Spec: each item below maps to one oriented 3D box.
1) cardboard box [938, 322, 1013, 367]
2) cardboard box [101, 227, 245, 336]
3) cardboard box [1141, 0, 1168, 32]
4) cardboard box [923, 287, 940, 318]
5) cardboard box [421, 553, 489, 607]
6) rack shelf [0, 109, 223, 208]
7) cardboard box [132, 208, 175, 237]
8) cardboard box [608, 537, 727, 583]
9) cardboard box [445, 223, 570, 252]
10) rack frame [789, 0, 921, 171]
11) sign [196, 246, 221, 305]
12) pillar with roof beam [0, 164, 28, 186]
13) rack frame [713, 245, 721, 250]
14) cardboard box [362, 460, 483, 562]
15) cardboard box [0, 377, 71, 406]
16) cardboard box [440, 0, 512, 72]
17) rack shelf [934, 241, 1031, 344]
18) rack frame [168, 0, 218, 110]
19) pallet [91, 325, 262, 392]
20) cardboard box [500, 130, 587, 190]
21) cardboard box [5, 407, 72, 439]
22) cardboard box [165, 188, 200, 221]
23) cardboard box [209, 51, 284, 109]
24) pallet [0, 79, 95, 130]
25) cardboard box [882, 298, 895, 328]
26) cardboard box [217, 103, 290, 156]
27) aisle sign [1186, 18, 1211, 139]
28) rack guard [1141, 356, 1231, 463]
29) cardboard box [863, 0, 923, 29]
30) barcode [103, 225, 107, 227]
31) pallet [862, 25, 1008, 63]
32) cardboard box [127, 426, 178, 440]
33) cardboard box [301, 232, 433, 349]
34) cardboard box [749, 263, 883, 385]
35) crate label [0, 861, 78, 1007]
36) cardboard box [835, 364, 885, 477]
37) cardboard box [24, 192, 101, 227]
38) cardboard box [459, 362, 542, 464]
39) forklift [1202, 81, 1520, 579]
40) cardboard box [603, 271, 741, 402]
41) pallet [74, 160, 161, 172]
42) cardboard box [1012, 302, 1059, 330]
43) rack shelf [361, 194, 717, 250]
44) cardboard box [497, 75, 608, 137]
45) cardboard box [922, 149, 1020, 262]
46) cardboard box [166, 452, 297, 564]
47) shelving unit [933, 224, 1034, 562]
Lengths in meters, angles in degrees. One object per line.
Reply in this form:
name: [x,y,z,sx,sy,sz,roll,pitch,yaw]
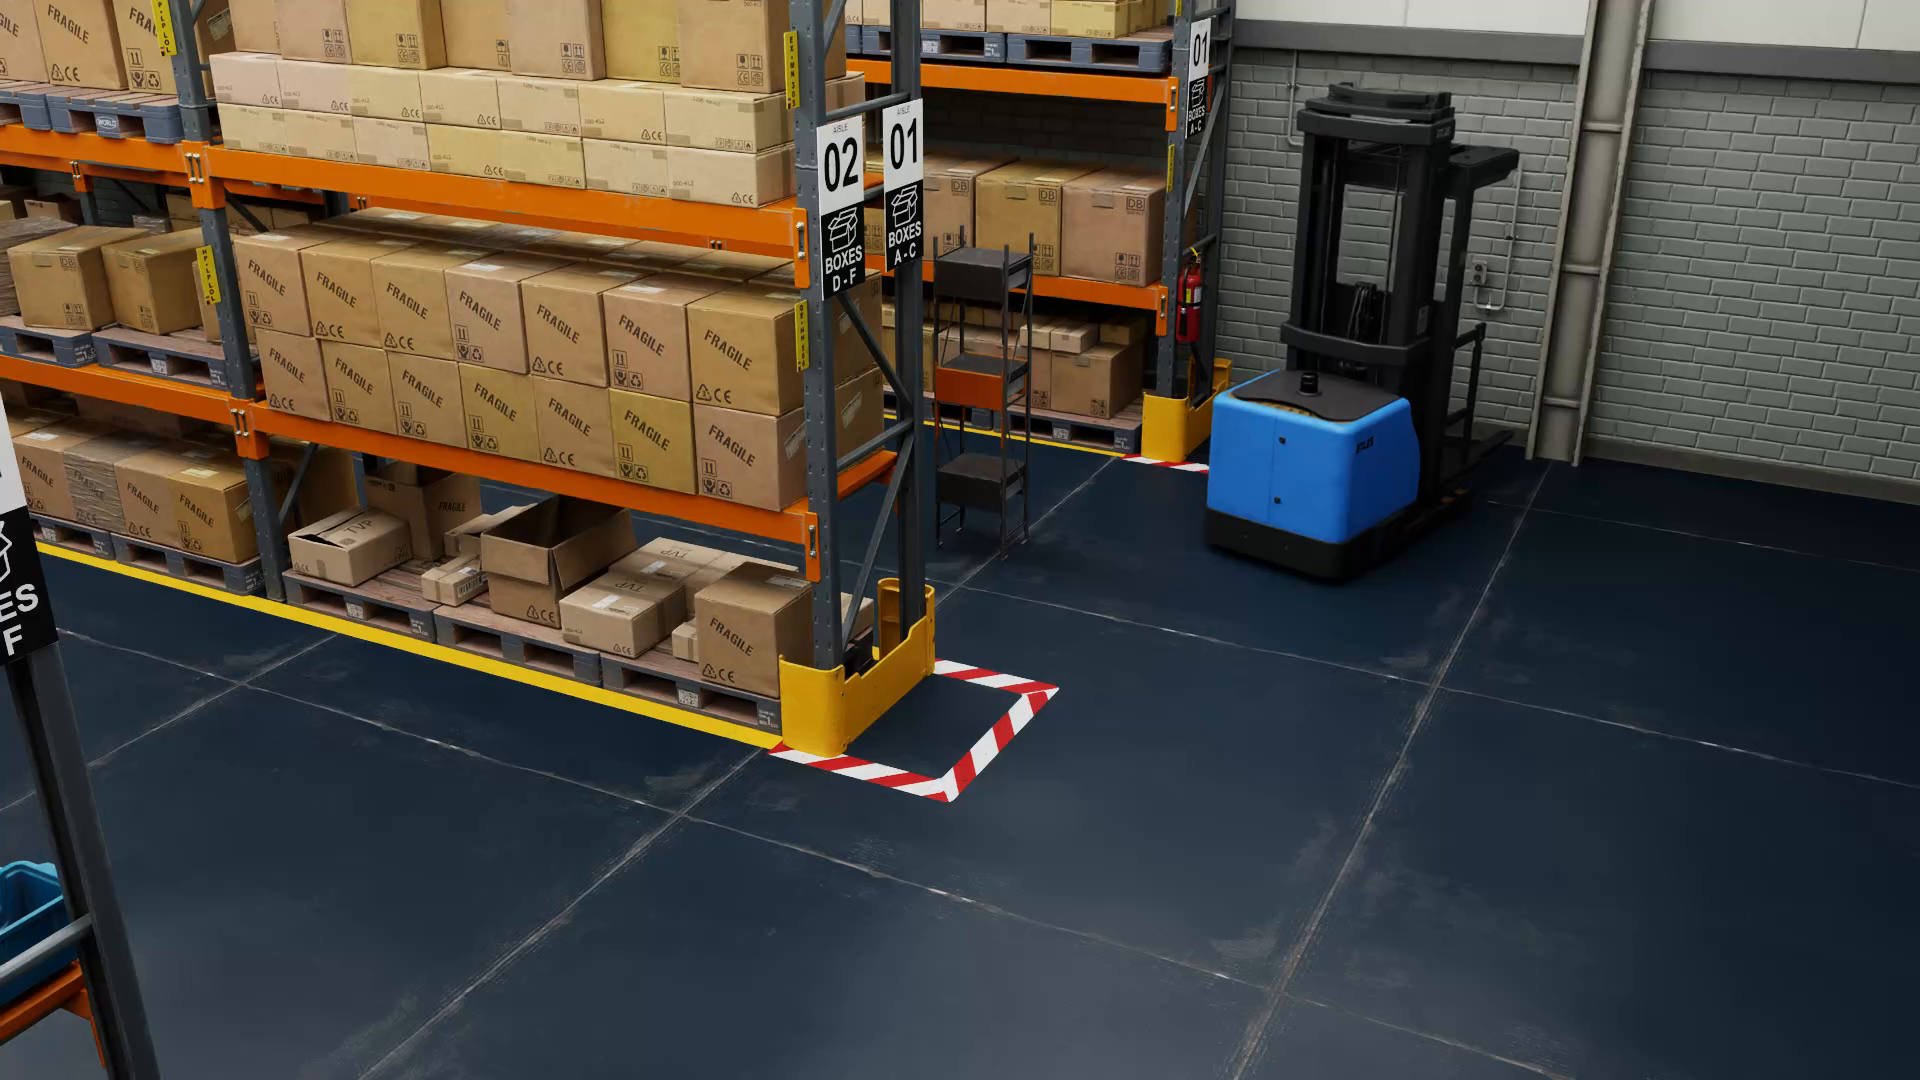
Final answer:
cardboard box: [0.197,-1.505,13.612,0.500,0.500,0.700,10,25,23]
cardboard box: [-5.004,-1.672,10.684,0.500,0.500,0.700,16,28,33]
cardboard box: [1.221,-3.961,12.426,0.500,0.250,0.500,13,26,27]
cardboard box: [-0.295,-1.987,13.919,0.250,0.149,0.380,11,26,25]
cardboard box: [-2.986,0.229,9.937,0.250,0.166,0.380,11,25,25]
rack shelf: [-5.824,-2.574,10.556,4.000,0.370,1.077,11,25,25]
cardboard box: [-8.283,-3.243,17.674,0.500,0.500,0.700,12,26,26]
cardboard box: [-1.719,0.226,9.837,0.500,0.250,0.500,11,25,25]
cardboard box: [-2.563,-1.500,9.539,0.500,0.500,0.500,11,26,25]
rack frame: [-0.470,-3.226,7.337,0.127,3.000,1.000,11,25,25]
sign: [-4.287,-1.510,9.488,0.005,0.325,0.100,11,25,25]
pillar with roof beam: [-13.444,-6.457,14.934,0.400,9.000,9.100,11,25,25]
rack frame: [-1.808,-2.902,14.242,0.127,3.000,1.000,11,25,25]
cardboard box: [-3.403,-0.222,10.571,0.500,0.500,0.500,11,25,25]
cardboard box: [-6.616,-1.183,11.874,0.500,0.250,0.500,12,26,27]
cardboard box: [-2.242,-2.726,8.590,0.500,0.500,0.700,11,25,25]
rack shelf: [0.148,-1.569,10.502,0.480,0.518,0.431,11,25,25]
rack frame: [-4.039,-3.932,8.998,0.127,3.000,1.000,11,25,25]
pallet: [-4.703,-1.262,10.631,1.213,0.211,1.003,11,25,25]
cardboard box: [-1.940,-1.951,8.364,0.500,0.250,0.500,11,25,25]
cardboard box: [-6.417,-0.569,11.387,0.500,0.500,0.500,11,25,24]
cardboard box: [-7.888,-3.511,17.348,0.500,0.250,0.500,11,25,23]
cardboard box: [-3.718,-2.540,9.110,0.500,0.250,0.500,11,25,25]
pallet: [-5.517,-2.787,10.378,1.003,0.211,1.213,11,25,25]
cardboard box: [-0.497,-1.860,13.618,0.250,0.149,0.380,10,25,23]
cardboard box: [-3.717,-2.311,9.209,0.500,0.250,0.500,11,25,25]
aisle sign: [1.691,-3.275,11.796,0.004,0.787,0.394,11,25,25]
rack guard: [1.783,-1.041,13.060,0.348,0.500,1.175,11,25,25]
cardboard box: [-0.400,-4.056,12.649,0.500,0.250,0.500,10,25,23]
barcode: [-9.570,-3.493,18.621,0.075,0.075,0.001,11,25,25]
pallet: [0.002,-3.878,12.816,1.213,0.211,1.003,11,25,25]
cardboard box: [-5.285,-0.575,11.402,0.500,0.500,0.500,12,26,25]
cardboard box: [-3.285,-1.405,9.316,0.500,0.500,0.500,10,25,23]
cardboard box: [-0.747,-1.142,8.697,0.500,0.500,0.500,12,26,26]
crate label: [-2.780,1.155,4.839,0.303,0.233,0.416,11,25,25]
cardboard box: [-0.747,-0.682,8.892,0.500,0.500,0.500,12,26,26]
cardboard box: [-9.891,-3.536,18.365,0.500,0.500,0.500,9,25,21]
cardboard box: [-2.349,-0.765,9.087,0.500,0.500,0.500,11,25,24]
forklift: [2.963,-1.602,11.272,1.130,2.935,3.031,19,29,37]
cardboard box: [-1.442,-1.043,8.464,0.500,0.500,0.500,12,26,26]
pallet: [-8.331,-4.041,17.164,1.213,0.211,1.003,11,25,25]
cardboard box: [0.618,-1.807,13.496,0.250,0.149,0.380,11,26,25]
rack shelf: [-3.592,-2.924,15.213,4.000,0.370,1.077,11,25,25]
cardboard box: [-1.934,-2.186,8.278,0.500,0.250,0.500,11,25,25]
cardboard box: [-0.028,-2.683,13.343,0.700,0.700,0.980,10,25,22]
cardboard box: [-4.609,-0.211,10.545,0.500,0.500,0.500,11,25,24]
shelving unit: [0.148,-0.937,10.770,0.503,2.100,0.431,11,25,25]
